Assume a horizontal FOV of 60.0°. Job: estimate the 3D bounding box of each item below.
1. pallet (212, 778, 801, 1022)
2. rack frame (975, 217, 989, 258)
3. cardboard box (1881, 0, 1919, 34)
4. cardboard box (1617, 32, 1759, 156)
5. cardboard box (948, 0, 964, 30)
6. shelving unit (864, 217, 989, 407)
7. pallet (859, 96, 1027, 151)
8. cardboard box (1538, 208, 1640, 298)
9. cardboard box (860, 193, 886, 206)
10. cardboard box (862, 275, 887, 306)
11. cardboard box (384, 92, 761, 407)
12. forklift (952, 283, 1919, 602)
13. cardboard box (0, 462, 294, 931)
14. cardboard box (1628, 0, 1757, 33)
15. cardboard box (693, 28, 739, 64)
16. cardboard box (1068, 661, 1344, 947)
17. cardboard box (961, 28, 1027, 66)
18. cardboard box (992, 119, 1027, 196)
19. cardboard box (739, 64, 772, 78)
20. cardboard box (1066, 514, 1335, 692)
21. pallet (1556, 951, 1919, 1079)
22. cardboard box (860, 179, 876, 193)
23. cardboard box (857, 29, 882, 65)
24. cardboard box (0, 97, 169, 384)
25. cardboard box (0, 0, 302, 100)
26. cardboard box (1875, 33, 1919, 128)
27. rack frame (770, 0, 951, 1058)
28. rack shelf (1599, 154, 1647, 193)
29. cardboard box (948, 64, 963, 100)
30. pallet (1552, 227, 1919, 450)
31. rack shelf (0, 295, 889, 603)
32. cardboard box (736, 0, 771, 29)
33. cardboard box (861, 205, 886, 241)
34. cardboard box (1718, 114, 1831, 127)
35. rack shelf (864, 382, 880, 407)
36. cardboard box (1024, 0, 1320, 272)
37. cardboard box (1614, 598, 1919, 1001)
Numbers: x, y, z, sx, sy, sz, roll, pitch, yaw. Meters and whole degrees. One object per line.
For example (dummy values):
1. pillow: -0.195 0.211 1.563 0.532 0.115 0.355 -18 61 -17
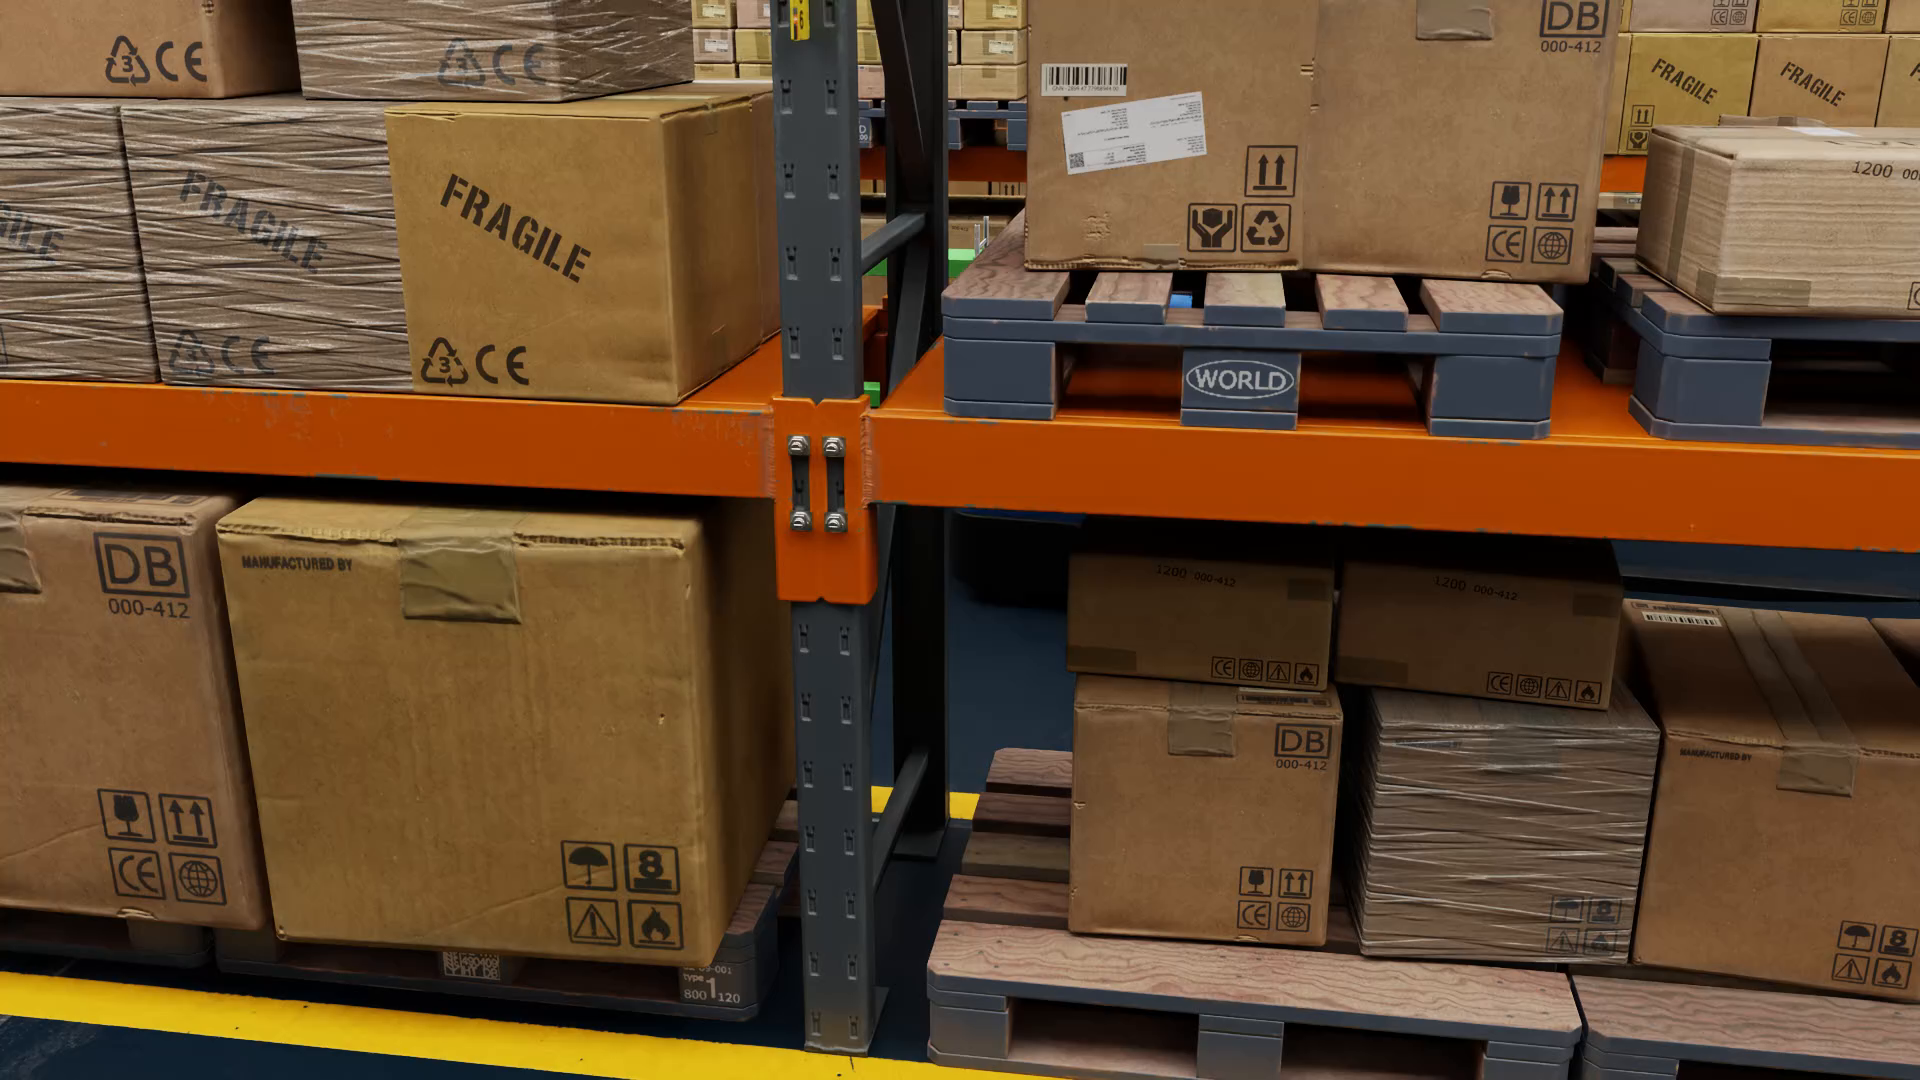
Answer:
1. pallet: -0.932 0.694 3.896 1.213 0.211 1.003 3 19 9
2. rack frame: 0.077 -0.565 6.101 0.015 1.200 0.240 3 19 9
3. cardboard box: 4.179 -2.457 7.187 0.500 0.500 0.700 3 19 8
4. cardboard box: 3.115 -1.953 7.256 0.500 0.500 0.500 3 19 9
5. cardboard box: -0.083 -2.370 7.457 0.250 0.149 0.380 3 19 8
6. shelving unit: -0.163 -0.577 6.138 0.503 1.200 0.258 3 19 9
7. pallet: 0.000 -2.025 7.932 1.003 0.211 1.213 3 19 9
8. cardboard box: 3.091 -1.098 7.740 0.750 0.750 1.050 3 19 9
9. cardboard box: -0.422 -1.619 8.511 0.500 0.250 0.500 3 19 8
10. cardboard box: -0.482 -1.106 8.160 0.500 0.500 0.500 4 19 11
11. cardboard box: -0.692 -0.560 3.091 0.500 0.500 0.500 4 19 10
12. forklift: 1.547 -1.222 5.336 3.031 2.935 1.130 5 19 14
13. cardboard box: -1.722 0.155 3.800 0.875 0.875 1.225 3 19 9
14. cardboard box: 3.172 -2.508 7.339 0.500 0.500 0.700 3 19 9
15. cardboard box: -1.113 -2.281 7.660 0.250 0.149 0.380 3 19 10
16. cardboard box: 0.499 0.439 3.510 0.500 0.500 0.700 2 19 6
17. cardboard box: 0.161 -2.217 7.468 0.250 0.149 0.380 3 19 10
18. cardboard box: 0.738 -2.922 12.996 0.875 0.875 0.875 3 19 8
19. cardboard box: -0.849 -2.127 7.668 0.250 0.149 0.380 2 19 6
20. cardboard box: 0.501 0.080 3.400 0.500 0.250 0.500 4 19 11
21. pallet: 1.807 0.859 3.403 1.213 0.211 1.003 3 19 9
22. cardboard box: -1.025 -3.014 13.269 0.875 0.875 0.875 3 19 10
23. cardboard box: -0.363 -2.243 7.543 0.250 0.149 0.380 3 19 10
24. cardboard box: -1.697 -0.612 3.247 0.500 0.500 0.500 2 19 7
25. cardboard box: -1.528 -1.164 3.316 0.637 0.503 0.797 3 19 10
26. cardboard box: 4.113 -1.903 7.104 0.500 0.500 0.500 3 19 8
27. rack frame: -0.166 -0.565 3.265 0.127 3.000 1.000 3 19 9
28. rack shelf: 2.696 -1.672 7.707 4.000 0.370 1.077 3 19 9
29. cardboard box: -0.084 -2.088 7.550 0.250 0.149 0.380 3 19 9
30. pallet: 1.795 -0.387 3.036 1.213 0.211 1.003 3 19 9
31. rack shelf: -2.140 -0.325 3.680 4.000 0.370 1.077 3 19 9
32. cardboard box: -0.843 -2.410 7.575 0.250 0.149 0.380 3 19 9
33. cardboard box: -0.496 -1.458 8.028 0.500 0.250 0.500 3 19 9
34. cardboard box: 1.524 -0.701 3.222 0.258 0.266 0.396 2 19 7
35. rack shelf: -0.163 -0.517 6.158 0.480 0.148 0.258 3 19 9
36. cardboard box: 0.374 -0.797 3.139 0.500 0.500 0.500 1 19 2
37. cardboard box: 1.610 0.489 3.359 0.500 0.500 0.700 5 19 13
